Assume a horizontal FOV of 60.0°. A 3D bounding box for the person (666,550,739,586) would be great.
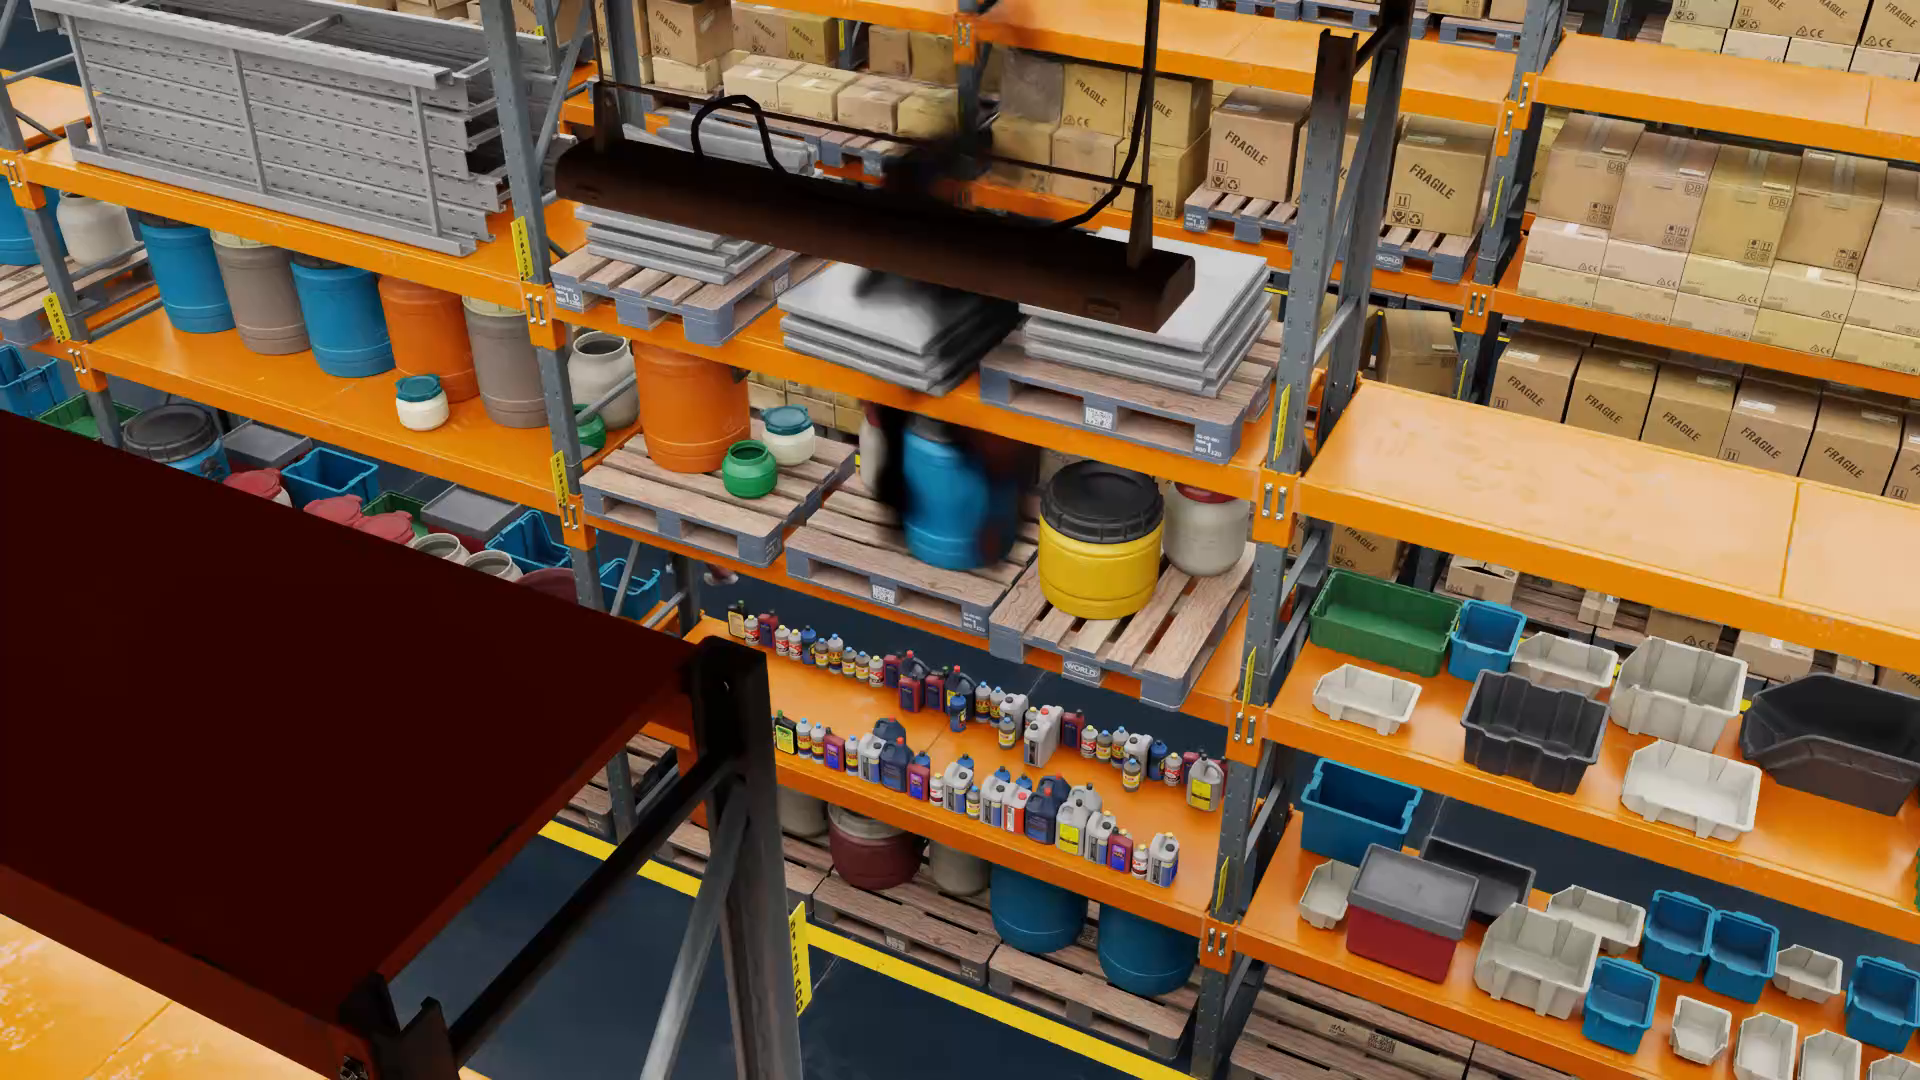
[{"bbox_3d":[-2.063,-0.320,12.568,0.734,1.729,0.547,16,38,22],"label":"person"}]
